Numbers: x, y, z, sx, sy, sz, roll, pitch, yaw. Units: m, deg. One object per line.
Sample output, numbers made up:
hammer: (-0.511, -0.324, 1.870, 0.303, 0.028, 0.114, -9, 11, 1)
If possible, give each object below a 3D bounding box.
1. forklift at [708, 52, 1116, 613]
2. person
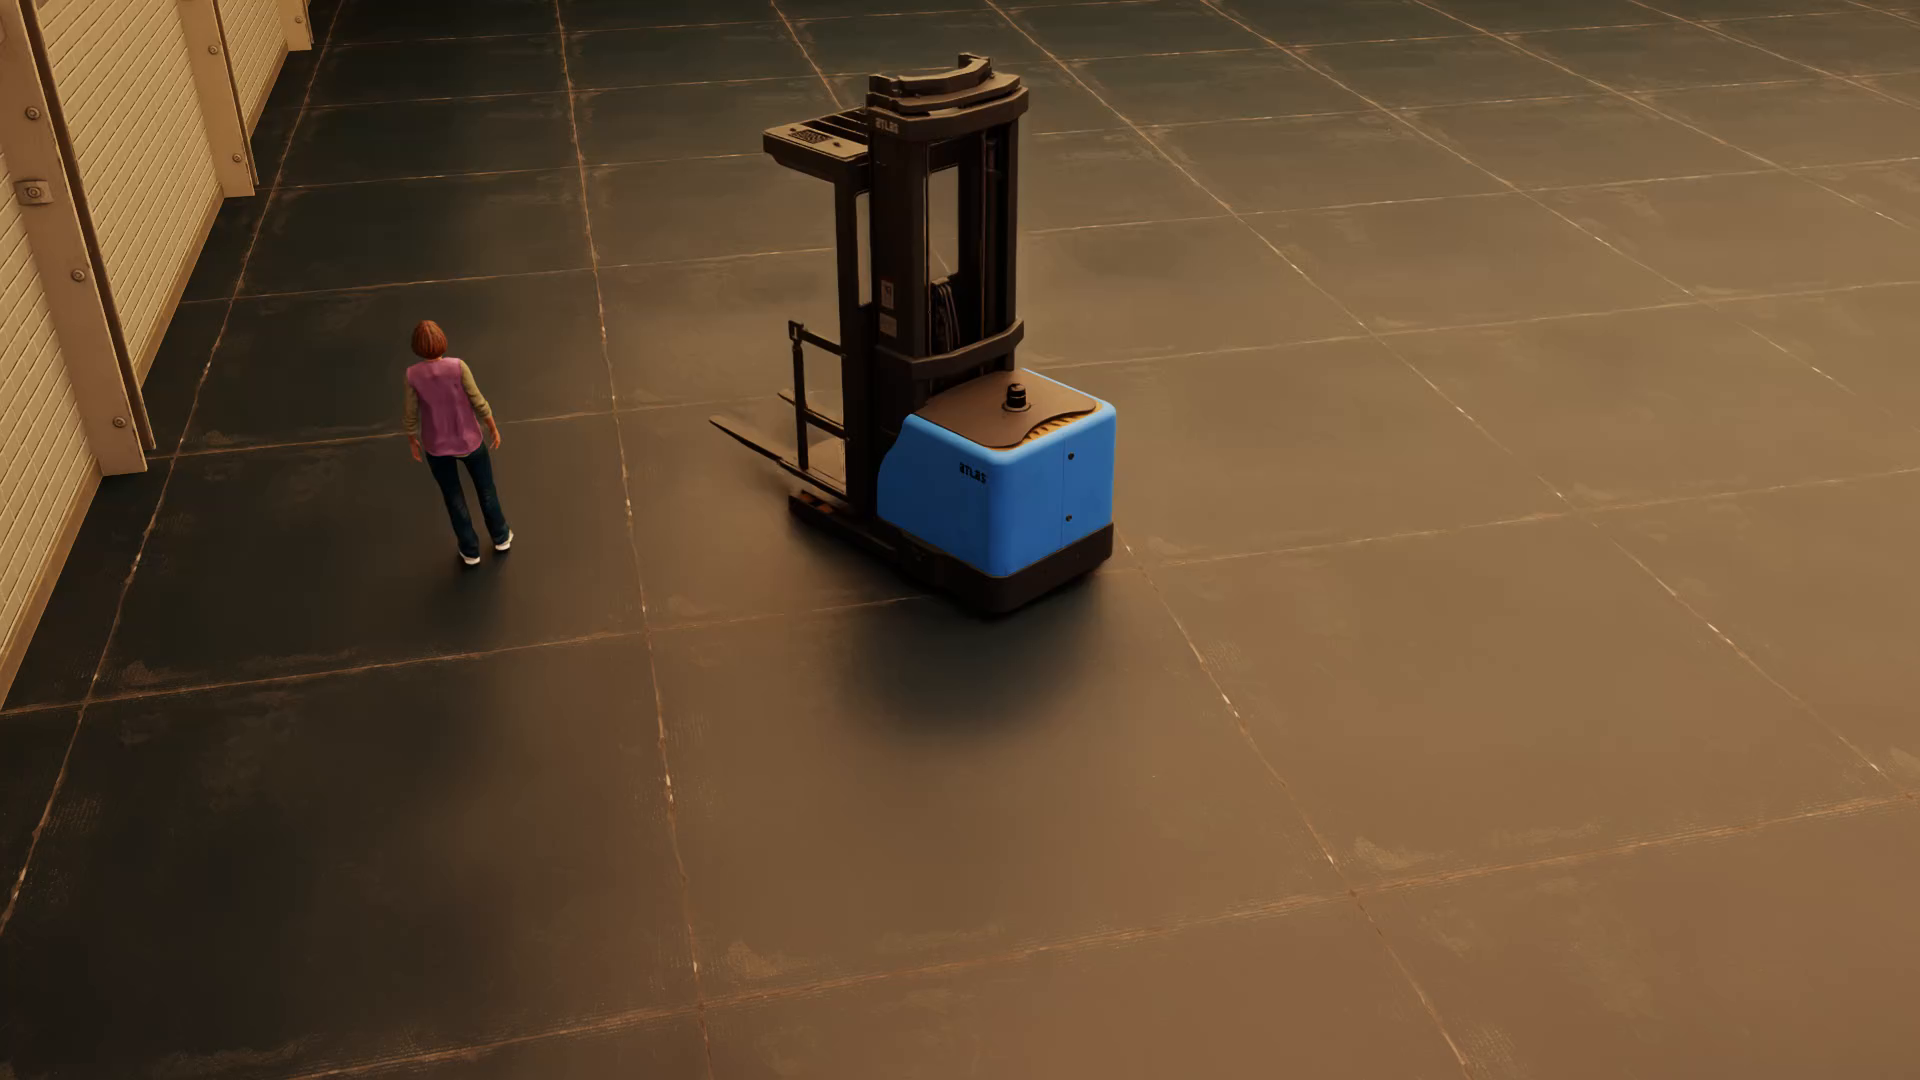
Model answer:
forklift: (-0.453, -1.489, 10.147, 1.130, 2.935, 3.031, -26, 39, -37)
person: (-3.024, -0.598, 9.948, 0.527, 1.589, 0.469, -7, 31, -12)
